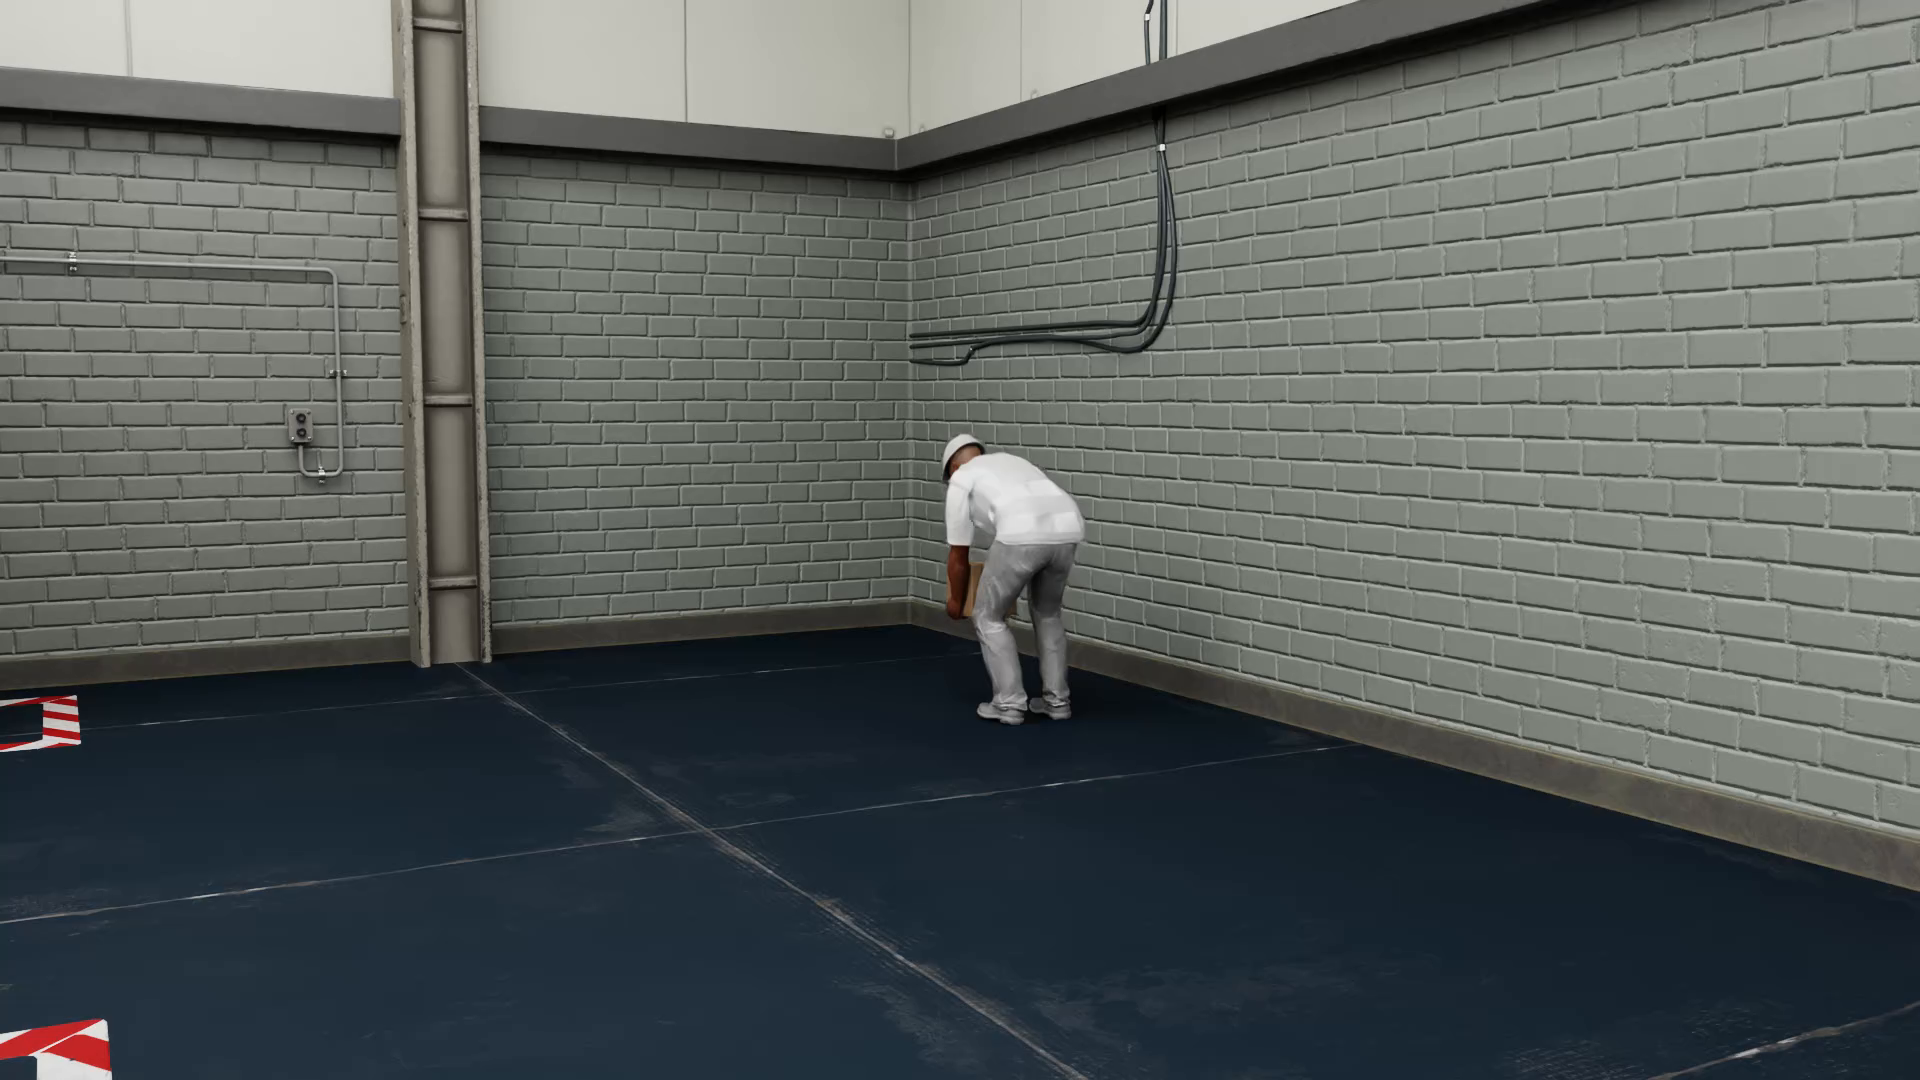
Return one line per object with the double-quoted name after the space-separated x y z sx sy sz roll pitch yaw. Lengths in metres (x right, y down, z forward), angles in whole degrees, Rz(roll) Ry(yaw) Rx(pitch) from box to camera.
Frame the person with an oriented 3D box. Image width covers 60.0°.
0.196 0.162 7.871 0.493 1.310 0.924 -3 6 -31 "person"
